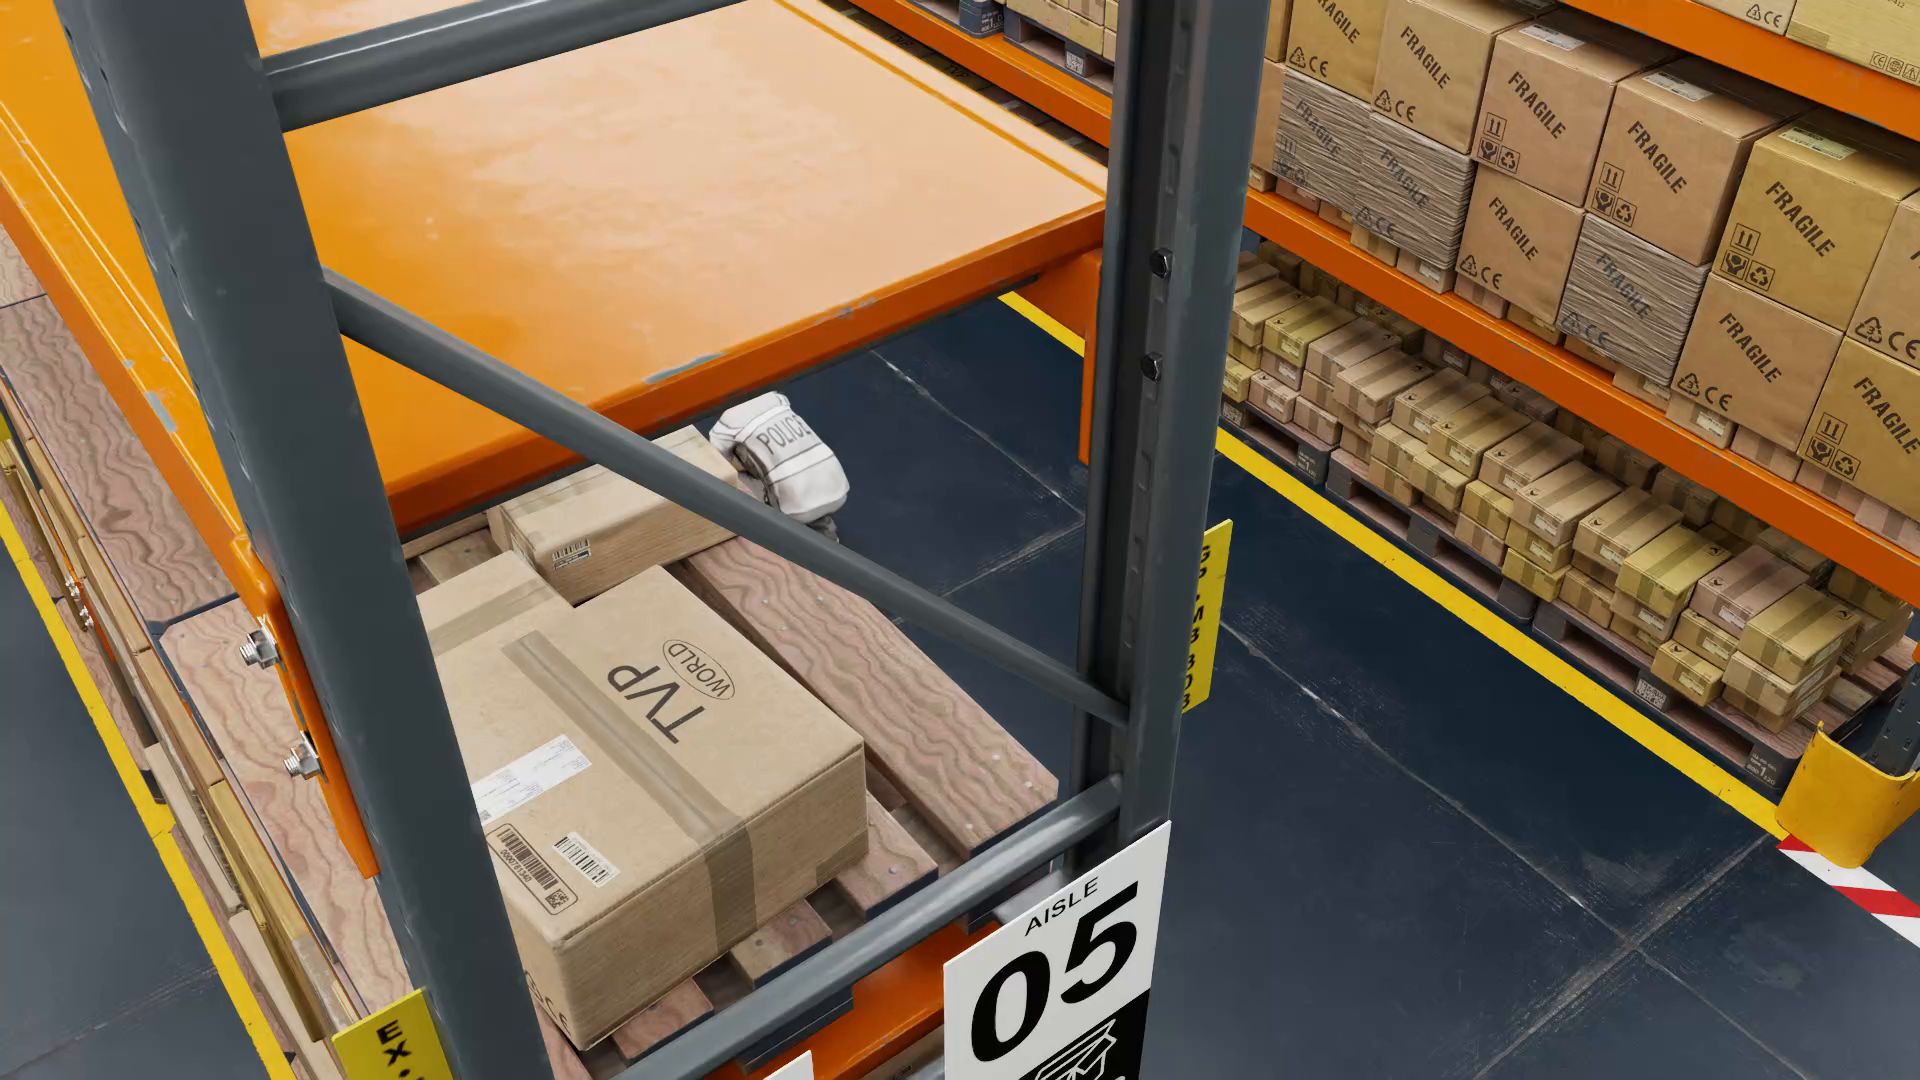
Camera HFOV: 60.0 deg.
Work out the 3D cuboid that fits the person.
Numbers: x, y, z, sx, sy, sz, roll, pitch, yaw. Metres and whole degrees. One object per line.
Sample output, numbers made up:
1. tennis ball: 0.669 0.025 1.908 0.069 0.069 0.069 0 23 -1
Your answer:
1. person: -0.864 -0.340 7.517 0.477 0.845 0.875 -27 47 -28
